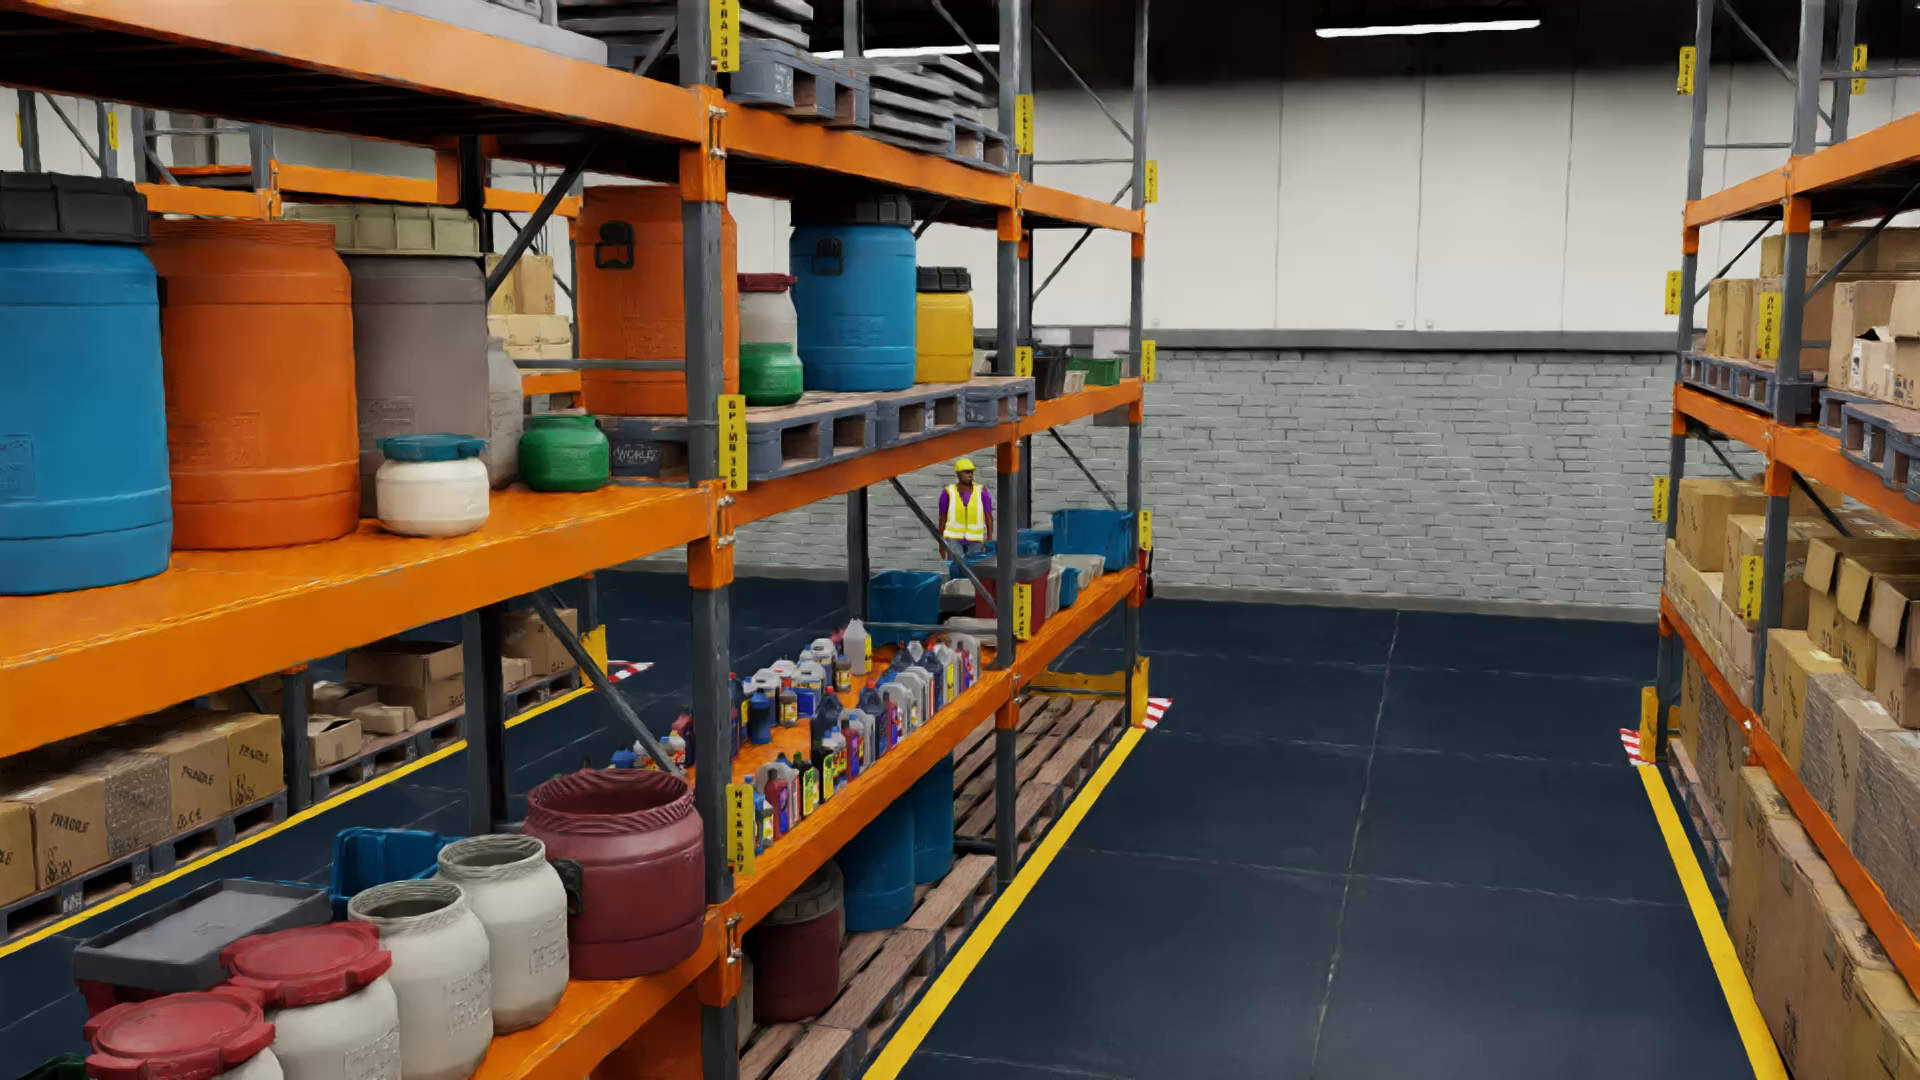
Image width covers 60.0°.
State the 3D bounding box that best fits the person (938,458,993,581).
[{"bbox_3d":[0.062,-0.008,17.762,0.587,1.749,0.714,0,8,-3],"label":"person"}]
